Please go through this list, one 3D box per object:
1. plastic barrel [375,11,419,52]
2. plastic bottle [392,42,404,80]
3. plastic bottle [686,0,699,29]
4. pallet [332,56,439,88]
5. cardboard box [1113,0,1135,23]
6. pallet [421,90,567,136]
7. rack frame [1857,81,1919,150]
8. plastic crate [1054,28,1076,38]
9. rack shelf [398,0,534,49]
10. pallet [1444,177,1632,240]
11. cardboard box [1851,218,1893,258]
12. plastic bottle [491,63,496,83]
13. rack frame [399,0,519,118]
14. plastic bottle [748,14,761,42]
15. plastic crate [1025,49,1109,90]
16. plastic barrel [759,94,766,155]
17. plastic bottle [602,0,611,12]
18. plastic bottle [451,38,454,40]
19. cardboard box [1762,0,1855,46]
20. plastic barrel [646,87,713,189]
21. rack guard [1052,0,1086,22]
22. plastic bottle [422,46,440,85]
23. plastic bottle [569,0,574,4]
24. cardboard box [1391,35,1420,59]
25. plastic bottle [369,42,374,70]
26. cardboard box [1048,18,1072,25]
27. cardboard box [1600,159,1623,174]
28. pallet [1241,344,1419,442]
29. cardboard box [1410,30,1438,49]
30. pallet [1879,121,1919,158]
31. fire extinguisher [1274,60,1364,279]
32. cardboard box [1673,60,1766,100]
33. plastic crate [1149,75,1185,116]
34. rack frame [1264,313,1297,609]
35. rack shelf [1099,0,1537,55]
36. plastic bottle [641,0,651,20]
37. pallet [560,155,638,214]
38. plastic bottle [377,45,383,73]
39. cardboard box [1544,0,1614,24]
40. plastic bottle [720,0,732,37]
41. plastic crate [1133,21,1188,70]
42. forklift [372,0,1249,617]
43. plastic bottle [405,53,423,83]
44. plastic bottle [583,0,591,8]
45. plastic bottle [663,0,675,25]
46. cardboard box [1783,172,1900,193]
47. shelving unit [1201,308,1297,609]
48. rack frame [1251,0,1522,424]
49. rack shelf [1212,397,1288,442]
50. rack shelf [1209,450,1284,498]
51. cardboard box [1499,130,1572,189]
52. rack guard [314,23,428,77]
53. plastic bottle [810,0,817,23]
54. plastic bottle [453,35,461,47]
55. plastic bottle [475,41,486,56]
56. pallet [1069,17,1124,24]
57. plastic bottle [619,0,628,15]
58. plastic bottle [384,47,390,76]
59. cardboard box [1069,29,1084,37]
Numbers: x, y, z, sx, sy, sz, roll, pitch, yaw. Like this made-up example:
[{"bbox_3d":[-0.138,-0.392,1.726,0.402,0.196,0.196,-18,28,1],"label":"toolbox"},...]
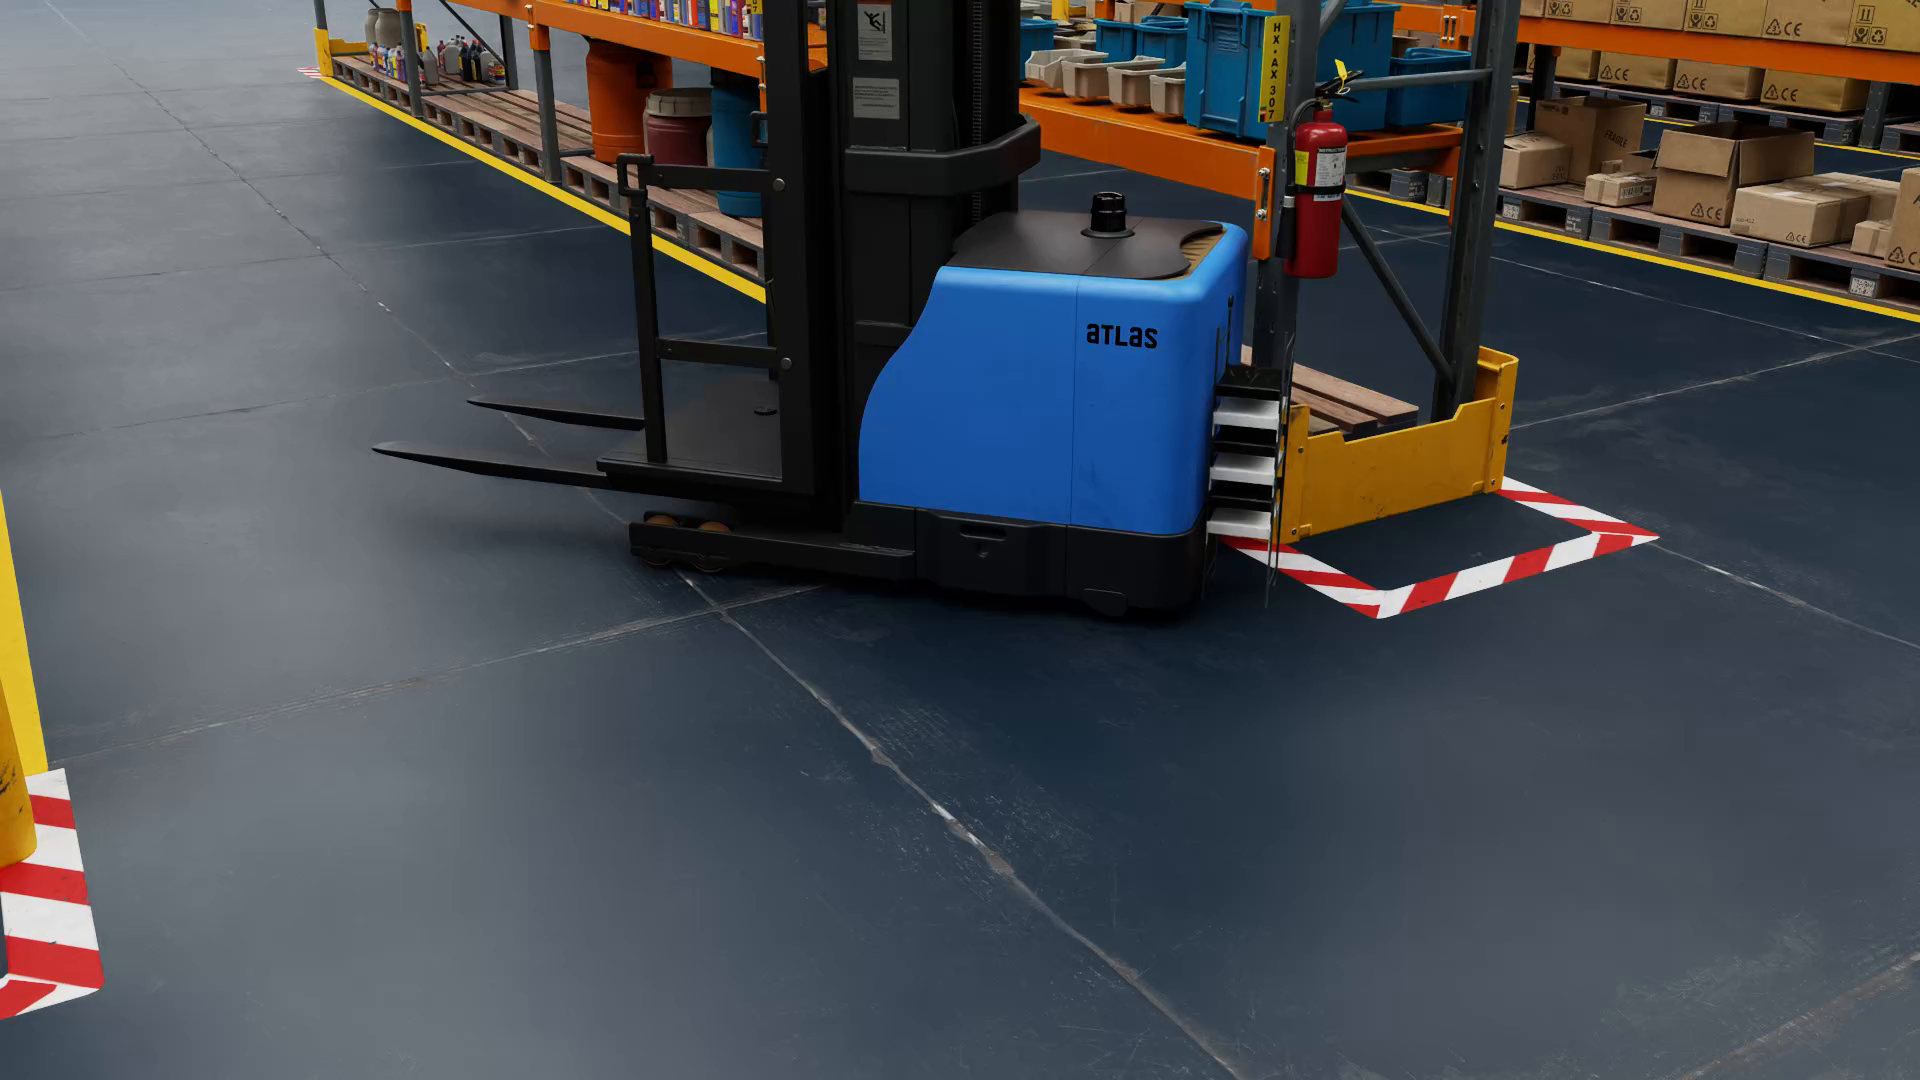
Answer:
[{"bbox_3d":[-6.048,-5.397,17.852,0.421,0.512,0.421,0,22,0],"label":"plastic barrel"},{"bbox_3d":[-5.503,-4.717,16.366,0.144,0.351,0.185,-13,25,-29],"label":"plastic bottle"},{"bbox_3d":[-1.500,-3.120,9.669,0.152,0.276,0.135,-13,25,-28],"label":"plastic bottle"},{"bbox_3d":[-6.216,-5.144,18.187,1.003,0.211,1.213,-13,25,-28],"label":"pallet"},{"bbox_3d":[2.378,-7.153,22.413,0.500,0.311,0.500,-10,24,-24],"label":"cardboard box"},{"bbox_3d":[-4.228,-3.882,15.082,1.003,0.211,1.213,-13,25,-28],"label":"pallet"},{"bbox_3d":[7.941,-4.736,13.481,1.000,3.000,0.127,-13,25,-28],"label":"rack frame"},{"bbox_3d":[0.226,-2.421,8.069,0.437,0.125,0.590,-13,25,-28],"label":"plastic crate"},{"bbox_3d":[-3.641,-4.440,13.706,1.077,0.370,4.000,-13,25,-28],"label":"rack shelf"},{"bbox_3d":[4.034,-2.268,11.111,1.003,0.211,1.213,-13,25,-28],"label":"pallet"},{"bbox_3d":[5.108,-1.656,9.080,0.380,0.166,0.250,-13,25,-28],"label":"cardboard box"},{"bbox_3d":[-4.501,-4.548,16.150,0.097,0.201,0.097,0,22,0],"label":"plastic bottle"},{"bbox_3d":[-4.663,-5.421,15.164,1.000,3.000,0.127,-13,25,-28],"label":"rack frame"},{"bbox_3d":[-1.055,-2.839,8.977,0.152,0.276,0.135,-13,25,-28],"label":"plastic bottle"},{"bbox_3d":[0.429,-1.945,6.884,0.298,0.136,0.250,-13,25,-28],"label":"plastic crate"},{"bbox_3d":[-0.840,-2.233,9.550,0.600,0.901,0.708,-13,25,-28],"label":"plastic barrel"},{"bbox_3d":[-2.293,-3.593,10.822,0.061,0.283,0.133,-13,25,-28],"label":"plastic bottle"},{"bbox_3d":[-5.316,-5.116,17.438,0.061,0.283,0.133,-12,25,-27],"label":"plastic bottle"},{"bbox_3d":[4.746,-2.956,8.968,0.500,0.500,0.500,-12,25,-28],"label":"cardboard box"},{"bbox_3d":[-1.778,-2.682,11.072,0.600,0.588,0.708,-13,25,-28],"label":"plastic barrel"},{"bbox_3d":[1.850,-7.438,23.448,1.175,0.500,0.348,-13,25,-28],"label":"rack guard"},{"bbox_3d":[-5.116,-4.578,16.025,0.144,0.351,0.185,-13,25,-28],"label":"plastic bottle"},{"bbox_3d":[-2.641,-3.821,11.400,0.097,0.271,0.097,0,22,0],"label":"plastic bottle"},{"bbox_3d":[3.136,-3.703,12.677,0.500,0.250,0.500,-13,25,-28],"label":"cardboard box"},{"bbox_3d":[-6.048,-5.008,17.189,0.097,0.271,0.097,0,22,0],"label":"plastic bottle"},{"bbox_3d":[0.828,-4.984,16.439,0.500,0.311,0.500,-13,25,-29],"label":"cardboard box"},{"bbox_3d":[4.462,-2.426,10.998,0.380,0.149,0.250,-13,25,-28],"label":"cardboard box"},{"bbox_3d":[1.079,-0.519,6.807,1.003,0.211,1.213,-13,25,-28],"label":"pallet"},{"bbox_3d":[5.322,-5.489,18.068,0.700,0.500,0.500,-13,25,-28],"label":"cardboard box"},{"bbox_3d":[8.262,-3.183,13.363,1.003,0.211,1.213,-13,25,-28],"label":"pallet"},{"bbox_3d":[1.153,-1.191,5.356,0.296,0.674,0.183,-13,25,-28],"label":"fire extinguisher"},{"bbox_3d":[7.040,-4.408,14.969,0.750,0.750,0.750,-12,25,-27],"label":"cardboard box"},{"bbox_3d":[0.895,-1.671,6.209,0.396,0.136,0.243,-13,25,-28],"label":"plastic crate"},{"bbox_3d":[1.005,-0.241,5.210,0.006,0.900,0.240,7,23,16],"label":"rack frame"},{"bbox_3d":[2.662,-4.097,12.862,1.077,0.370,4.000,-13,25,-28],"label":"rack shelf"},{"bbox_3d":[-1.890,-3.399,10.256,0.144,0.351,0.185,-13,25,-28],"label":"plastic bottle"},{"bbox_3d":[-2.181,-2.587,11.895,1.003,0.211,1.213,-13,25,-28],"label":"pallet"},{"bbox_3d":[-5.873,-4.897,16.916,0.097,0.271,0.097,0,22,0],"label":"plastic bottle"},{"bbox_3d":[3.974,-3.446,10.174,0.500,0.500,0.500,-12,25,-27],"label":"cardboard box"},{"bbox_3d":[-1.242,-2.957,9.268,0.152,0.276,0.135,-13,25,-28],"label":"plastic bottle"},{"bbox_3d":[0.951,-2.056,7.028,0.416,0.233,0.300,-13,25,-28],"label":"plastic crate"},{"bbox_3d":[-0.596,-1.430,5.436,3.031,2.935,1.130,7,23,16],"label":"forklift"},{"bbox_3d":[-5.240,-4.550,15.956,0.144,0.351,0.185,-13,26,-30],"label":"plastic bottle"},{"bbox_3d":[-2.440,-3.716,11.135,0.152,0.276,0.135,-13,25,-28],"label":"plastic bottle"},{"bbox_3d":[-1.687,-3.239,9.961,0.152,0.276,0.135,-13,25,-28],"label":"plastic bottle"},{"bbox_3d":[5.183,-1.972,9.746,0.500,0.250,0.500,-13,25,-28],"label":"cardboard box"},{"bbox_3d":[0.908,-0.253,5.238,0.210,0.900,0.258,7,23,16],"label":"shelving unit"},{"bbox_3d":[1.467,-1.536,5.607,1.000,3.000,0.127,-13,25,-28],"label":"rack frame"},{"bbox_3d":[0.908,-0.389,5.183,0.200,0.077,0.258,7,23,16],"label":"rack shelf"},{"bbox_3d":[0.908,-0.222,5.251,0.200,0.077,0.258,7,23,16],"label":"rack shelf"},{"bbox_3d":[3.712,-2.563,11.120,0.500,0.311,0.500,-13,25,-28],"label":"cardboard box"},{"bbox_3d":[-6.627,-5.542,18.782,1.175,0.500,0.348,-13,25,-28],"label":"rack guard"},{"bbox_3d":[-0.850,-3.265,10.016,0.061,0.283,0.133,-13,25,-28],"label":"plastic bottle"},{"bbox_3d":[-5.127,-4.997,17.056,0.144,0.351,0.185,-11,25,-26],"label":"plastic bottle"},{"bbox_3d":[-4.718,-4.738,16.419,0.144,0.351,0.185,-12,25,-27],"label":"plastic bottle"},{"bbox_3d":[2.234,-7.035,22.838,1.003,0.211,1.213,-13,25,-28],"label":"pallet"},{"bbox_3d":[-2.125,-3.487,10.561,0.061,0.283,0.133,-13,25,-28],"label":"plastic bottle"},{"bbox_3d":[-5.718,-4.799,16.675,0.097,0.271,0.097,0,22,0],"label":"plastic bottle"},{"bbox_3d":[0.890,-4.547,15.364,0.500,0.311,0.500,-13,26,-29],"label":"cardboard box"}]
